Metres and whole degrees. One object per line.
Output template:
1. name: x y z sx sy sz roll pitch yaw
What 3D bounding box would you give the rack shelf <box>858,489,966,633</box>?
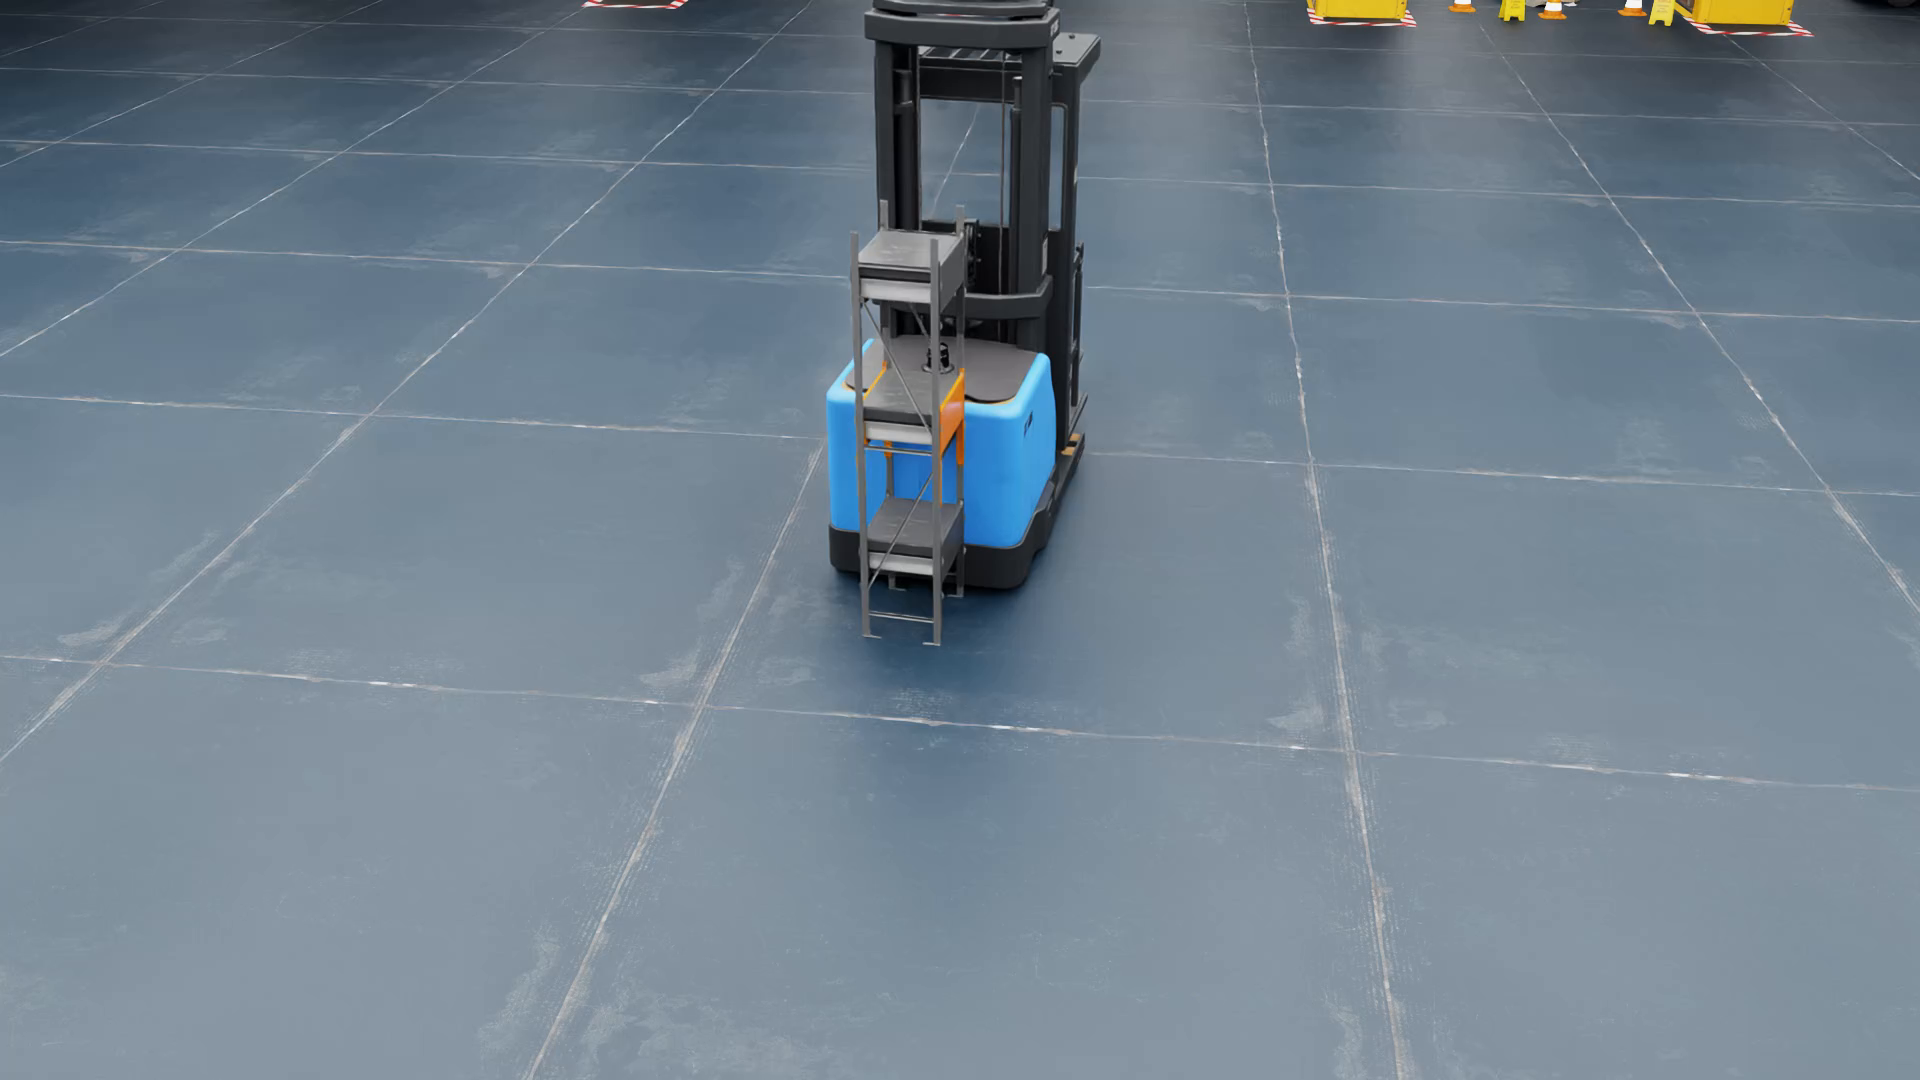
1. rack shelf: -0.234 0.100 8.355 0.431 0.518 0.480 6 29 12

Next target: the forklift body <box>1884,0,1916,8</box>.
1. forklift body: 13.639 -8.475 22.713 2.313 2.155 1.214 3 28 6

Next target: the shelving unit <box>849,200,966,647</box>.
1. shelving unit: -0.234 -0.528 8.017 0.431 2.100 0.503 6 29 12

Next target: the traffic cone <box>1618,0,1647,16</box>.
1. traffic cone: 9.063 -7.297 22.307 0.336 0.463 0.334 3 28 6

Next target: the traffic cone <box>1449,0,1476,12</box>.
1. traffic cone: 6.840 -7.427 22.549 0.336 0.463 0.334 3 28 6

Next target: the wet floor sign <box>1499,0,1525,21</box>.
1. wet floor sign: 7.327 -7.212 21.956 0.267 0.644 0.232 -1 28 -3

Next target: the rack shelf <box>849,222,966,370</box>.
1. rack shelf: -0.234 -1.132 7.691 0.431 0.518 0.480 6 29 12

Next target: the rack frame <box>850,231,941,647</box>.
1. rack frame: -0.291 -0.416 7.808 0.400 2.100 0.015 6 29 12

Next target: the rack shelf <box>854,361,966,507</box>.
1. rack shelf: -0.234 -0.516 8.023 0.431 0.518 0.480 6 29 12

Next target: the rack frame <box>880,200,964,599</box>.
1. rack frame: -0.178 -0.641 8.226 0.400 2.100 0.015 6 29 12

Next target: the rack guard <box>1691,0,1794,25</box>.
1. rack guard: 10.300 -7.072 21.850 1.175 0.500 0.348 3 28 6

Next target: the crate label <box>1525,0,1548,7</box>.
1. crate label: 7.954 -7.432 22.901 0.250 0.136 0.298 -11 30 -20

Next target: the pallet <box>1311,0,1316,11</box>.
1. pallet: 5.386 -7.530 23.005 1.003 0.211 1.213 3 28 6

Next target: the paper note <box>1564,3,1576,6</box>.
1. paper note: 8.431 -7.390 22.936 0.148 0.019 0.142 -6 29 -11

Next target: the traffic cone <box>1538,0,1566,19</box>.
1. traffic cone: 7.920 -7.202 22.130 0.336 0.463 0.334 3 28 6

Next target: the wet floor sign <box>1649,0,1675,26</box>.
1. wet floor sign: 9.205 -7.073 21.699 0.267 0.644 0.232 14 31 24

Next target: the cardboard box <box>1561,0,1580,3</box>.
1. cardboard box: 8.446 -7.616 23.229 0.380 0.149 0.250 20 34 32

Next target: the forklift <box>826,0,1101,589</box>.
1. forklift: 0.145 -1.719 9.351 1.130 2.935 3.031 6 29 12

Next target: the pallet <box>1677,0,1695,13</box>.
1. pallet: 10.435 -7.325 22.625 1.003 0.211 1.213 3 28 6

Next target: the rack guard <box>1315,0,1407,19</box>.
1. rack guard: 5.363 -7.265 22.208 1.175 0.500 0.348 3 28 6
